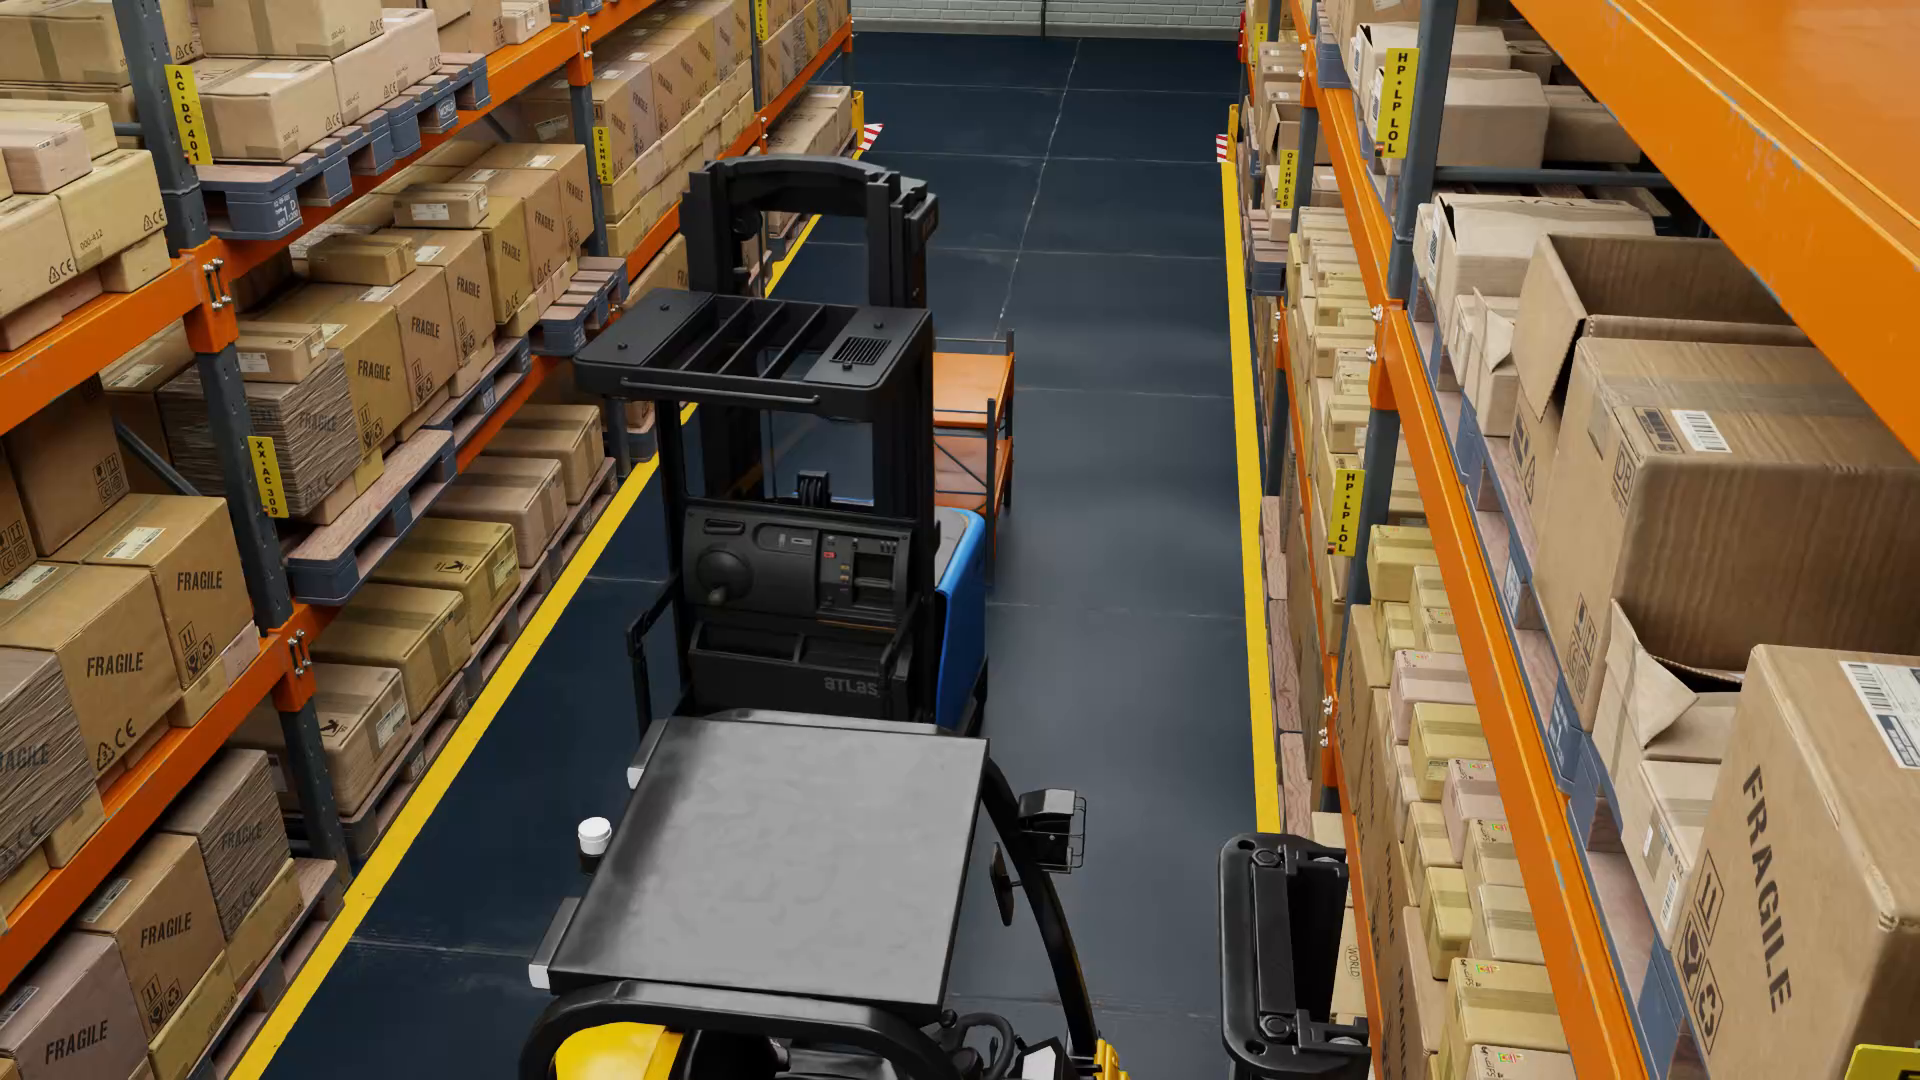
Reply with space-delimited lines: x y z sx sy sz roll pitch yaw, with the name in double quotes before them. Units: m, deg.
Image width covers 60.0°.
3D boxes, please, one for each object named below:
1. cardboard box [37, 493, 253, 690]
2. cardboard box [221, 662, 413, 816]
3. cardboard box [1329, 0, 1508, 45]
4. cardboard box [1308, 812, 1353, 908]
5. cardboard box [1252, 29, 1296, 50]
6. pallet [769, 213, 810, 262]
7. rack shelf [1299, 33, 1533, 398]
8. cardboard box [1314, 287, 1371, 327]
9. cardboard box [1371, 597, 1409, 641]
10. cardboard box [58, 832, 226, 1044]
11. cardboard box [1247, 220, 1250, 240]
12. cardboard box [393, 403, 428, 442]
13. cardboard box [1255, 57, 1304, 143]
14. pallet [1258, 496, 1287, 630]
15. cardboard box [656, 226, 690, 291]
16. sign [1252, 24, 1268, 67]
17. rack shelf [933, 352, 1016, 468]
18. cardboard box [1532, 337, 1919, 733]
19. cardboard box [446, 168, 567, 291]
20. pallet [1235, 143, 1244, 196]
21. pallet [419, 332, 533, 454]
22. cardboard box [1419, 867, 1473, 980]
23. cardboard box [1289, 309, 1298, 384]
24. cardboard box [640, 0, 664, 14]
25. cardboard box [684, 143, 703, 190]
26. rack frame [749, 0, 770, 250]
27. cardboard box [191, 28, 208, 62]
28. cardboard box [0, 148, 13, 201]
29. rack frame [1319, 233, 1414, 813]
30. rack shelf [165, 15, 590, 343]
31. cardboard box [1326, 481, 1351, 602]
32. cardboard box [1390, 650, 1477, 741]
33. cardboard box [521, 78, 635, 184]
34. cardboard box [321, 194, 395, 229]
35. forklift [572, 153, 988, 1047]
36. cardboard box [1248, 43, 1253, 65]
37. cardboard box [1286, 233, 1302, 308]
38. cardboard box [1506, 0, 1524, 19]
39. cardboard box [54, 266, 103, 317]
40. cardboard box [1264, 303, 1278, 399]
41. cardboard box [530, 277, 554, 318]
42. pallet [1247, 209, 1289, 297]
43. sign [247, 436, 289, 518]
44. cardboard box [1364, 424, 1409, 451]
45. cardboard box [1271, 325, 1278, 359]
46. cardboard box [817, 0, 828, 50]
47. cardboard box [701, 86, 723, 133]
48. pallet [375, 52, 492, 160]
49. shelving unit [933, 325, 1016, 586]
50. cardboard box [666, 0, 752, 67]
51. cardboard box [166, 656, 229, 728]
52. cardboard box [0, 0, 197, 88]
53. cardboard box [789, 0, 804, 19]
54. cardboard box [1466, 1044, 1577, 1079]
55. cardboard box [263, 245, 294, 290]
"cardboard box" -2.888 0.173 5.848 0.500 0.500 0.500 3 28 5
"cardboard box" -3.018 0.849 7.340 0.950 0.372 0.625 4 29 7
"cardboard box" 2.044 -2.496 7.403 0.700 0.500 0.500 3 28 5
"cardboard box" 1.476 1.205 5.752 0.500 0.250 0.500 3 28 5
"cardboard box" 2.832 -4.387 14.575 0.500 0.250 0.500 3 28 5
"pallet" -1.929 -2.768 14.665 1.003 0.211 1.213 3 28 6
"rack shelf" 2.092 -1.535 7.032 1.077 0.370 4.000 3 28 6
"cardboard box" 1.858 -1.061 7.767 0.380 0.149 0.250 4 29 7
"cardboard box" 1.547 0.216 5.398 0.380 0.149 0.250 3 28 5
"cardboard box" -2.947 1.353 5.742 0.500 0.500 0.500 4 29 7
"cardboard box" 2.604 -2.564 13.910 0.380 0.149 0.250 3 28 5
"cardboard box" -2.628 -0.566 7.460 0.380 0.149 0.250 4 29 7
"cardboard box" 2.482 -3.126 11.841 0.700 0.500 0.500 4 29 7
"pallet" 2.197 0.141 9.266 1.003 0.211 1.213 3 28 6
"cardboard box" -2.309 -1.748 11.630 0.875 0.875 0.875 4 29 7
"sign" 2.287 -3.764 12.662 0.100 0.325 0.005 3 28 6
"rack shelf" 0.001 -0.756 9.350 0.538 0.278 1.000 3 28 6
"cardboard box" 1.394 0.001 2.769 0.700 0.500 0.500 4 29 7
"cardboard box" -2.422 -1.645 8.778 0.500 0.500 0.500 3 28 5
"pallet" 3.211 -3.599 16.208 1.003 0.211 1.213 3 28 6
"pallet" -2.792 -0.740 8.164 1.003 0.211 1.213 3 28 6
"cardboard box" 1.337 0.942 4.049 0.380 0.149 0.250 3 28 5
"cardboard box" 1.973 -0.975 8.556 0.500 0.250 0.500 3 28 5
"cardboard box" -2.474 -3.695 12.286 0.500 0.500 0.500 3 28 6
"cardboard box" -2.108 -2.631 11.628 0.500 0.250 0.500 3 28 6
"rack frame" -2.100 -3.642 13.347 1.000 3.000 0.127 3 28 6
"cardboard box" -3.085 -1.837 6.550 0.500 0.250 0.500 4 29 7
"cardboard box" -2.979 -1.031 4.763 0.380 0.149 0.250 4 29 7
"rack frame" 1.847 0.411 5.825 1.000 3.000 0.127 3 28 6
"rack shelf" -2.835 -1.821 7.564 1.077 0.370 4.000 3 28 6
"cardboard box" 1.653 0.011 6.199 0.500 0.250 0.500 3 28 5
"cardboard box" 1.415 0.447 4.655 0.380 0.149 0.250 4 29 7
"cardboard box" -2.287 -2.461 9.996 0.500 0.500 0.500 2 28 5
"cardboard box" -2.990 -1.424 8.369 0.500 0.500 0.500 4 29 7
"forklift" -0.695 0.146 6.389 1.130 2.935 3.031 6 29 11
"cardboard box" 2.797 -4.385 14.992 0.380 0.149 0.250 3 28 5
"cardboard box" 2.015 -1.433 8.879 0.500 0.250 0.500 3 28 6
"cardboard box" 2.502 -2.600 7.860 0.500 0.250 0.500 3 28 6
"cardboard box" -2.934 -0.806 5.186 0.380 0.149 0.250 4 29 7
"cardboard box" 2.308 -1.250 11.100 0.500 0.500 0.500 5 29 8
"cardboard box" -2.383 -1.296 8.814 0.380 0.149 0.250 2 28 4
"pallet" 2.350 -1.711 9.966 1.213 0.211 1.003 3 28 6
"sign" -2.541 -0.229 6.100 0.100 0.325 0.005 3 28 6
"cardboard box" 1.764 -0.327 6.406 0.380 0.149 0.250 3 28 6
"cardboard box" 2.149 -1.220 10.360 0.380 0.149 0.250 2 28 4
"cardboard box" -1.536 -4.848 15.481 0.500 0.500 0.500 4 29 8
"cardboard box" -2.024 -3.094 11.962 0.500 0.250 0.500 4 29 7
"pallet" -2.775 -1.887 7.125 1.213 0.211 1.003 3 28 6
"shelving unit" 0.001 -0.498 9.489 0.538 1.125 1.048 3 28 6
"cardboard box" -1.905 -3.901 12.669 0.500 0.500 0.500 4 29 8
"cardboard box" -2.841 0.521 5.885 0.380 0.149 0.250 4 29 7
"cardboard box" -3.135 -1.816 5.984 0.500 0.250 0.500 4 29 7
"cardboard box" -1.659 -4.814 14.363 0.500 0.500 0.500 4 29 7
"cardboard box" 1.222 1.167 3.317 0.380 0.149 0.250 4 29 7
"cardboard box" -3.166 -1.208 7.283 0.380 0.149 0.250 2 28 4
